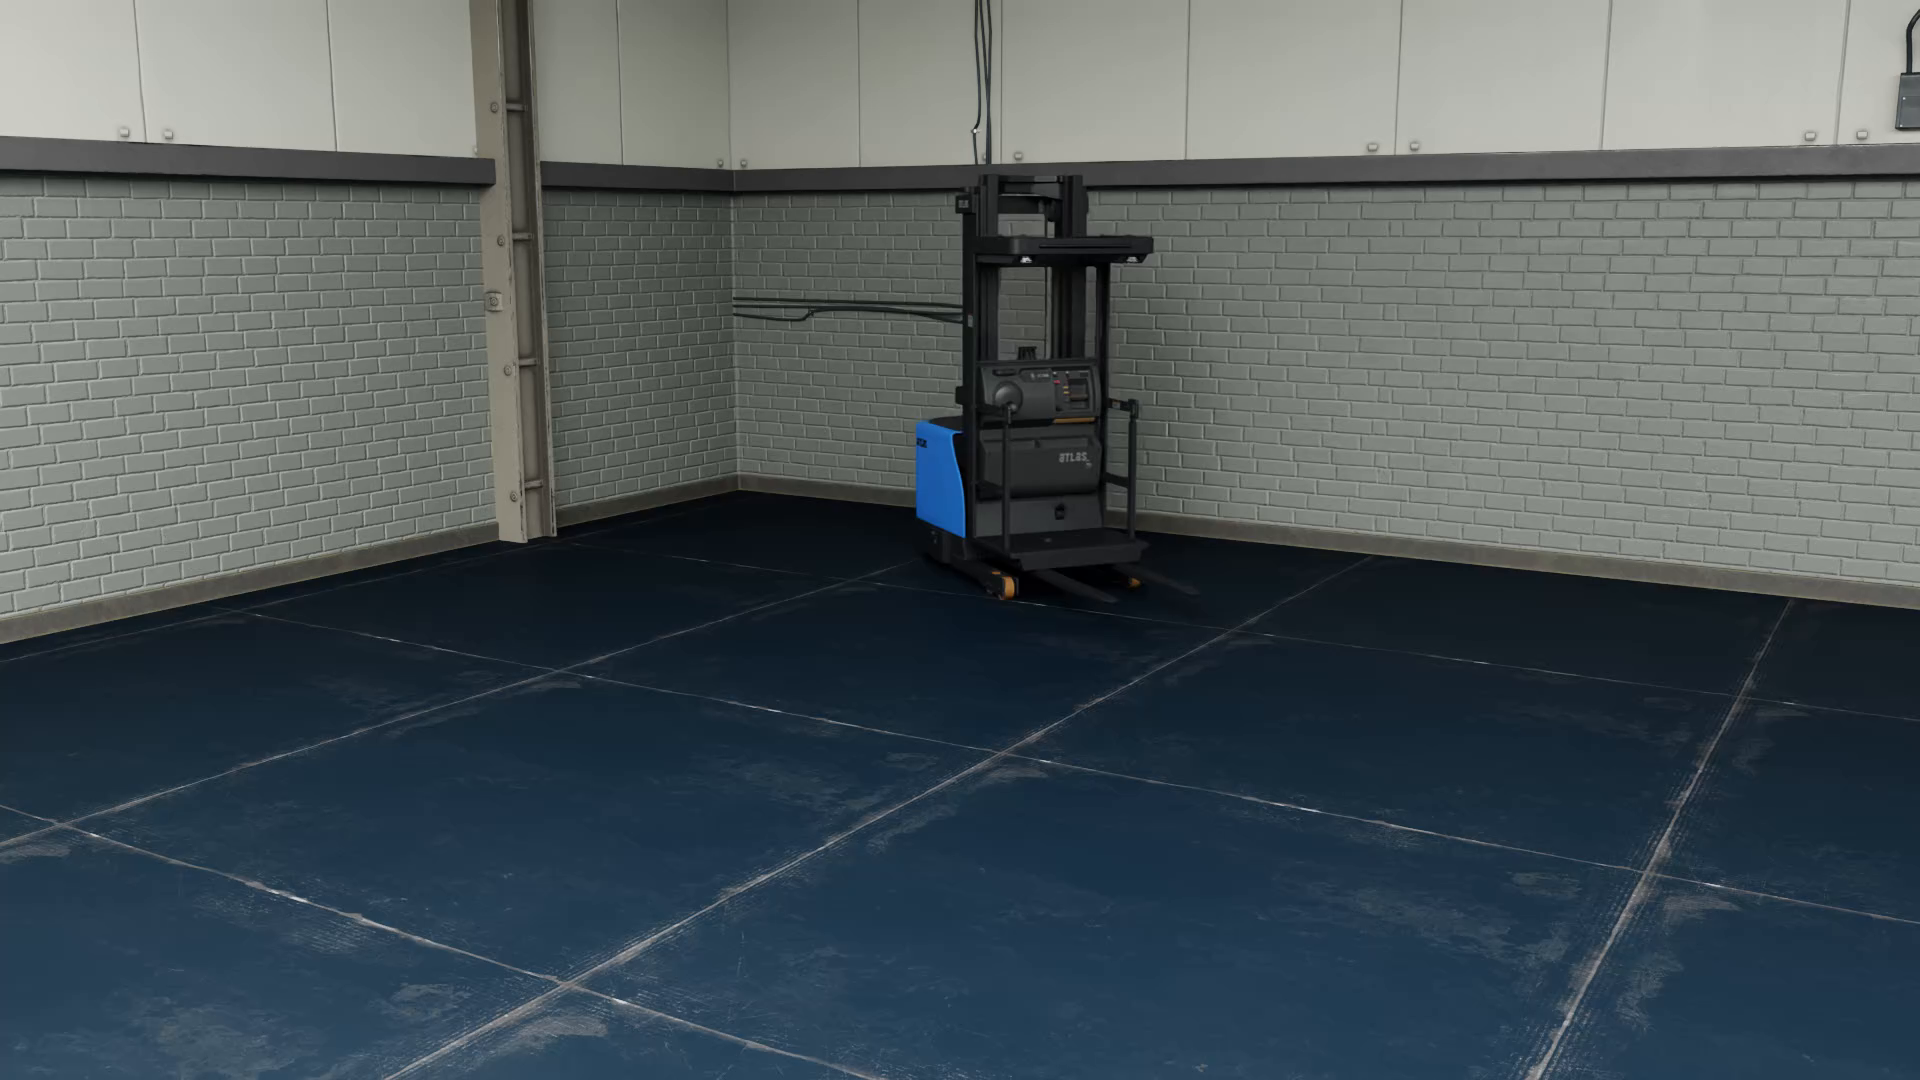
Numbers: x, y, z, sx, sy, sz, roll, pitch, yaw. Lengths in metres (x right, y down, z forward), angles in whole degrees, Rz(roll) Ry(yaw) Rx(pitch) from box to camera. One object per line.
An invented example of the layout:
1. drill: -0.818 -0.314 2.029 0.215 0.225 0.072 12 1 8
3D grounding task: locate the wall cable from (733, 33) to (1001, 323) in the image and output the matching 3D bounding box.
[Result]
1. wall cable: -0.978 -3.254 15.236 3.097 2.526 0.112 6 12 31

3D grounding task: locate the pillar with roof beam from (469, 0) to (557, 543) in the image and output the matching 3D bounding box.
1. pillar with roof beam: 0.041 -4.032 10.953 9.100 9.000 0.400 6 12 31

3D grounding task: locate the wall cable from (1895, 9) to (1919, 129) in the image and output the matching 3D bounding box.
1. wall cable: 7.127 -5.543 9.779 2.305 6.003 0.169 6 12 31

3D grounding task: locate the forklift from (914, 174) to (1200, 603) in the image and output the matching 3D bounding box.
1. forklift: 0.672 -1.111 11.837 1.130 2.935 3.031 -4 11 -22

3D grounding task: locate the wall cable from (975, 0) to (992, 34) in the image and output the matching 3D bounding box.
1. wall cable: 1.334 -5.478 13.391 3.097 2.526 0.112 6 12 31
